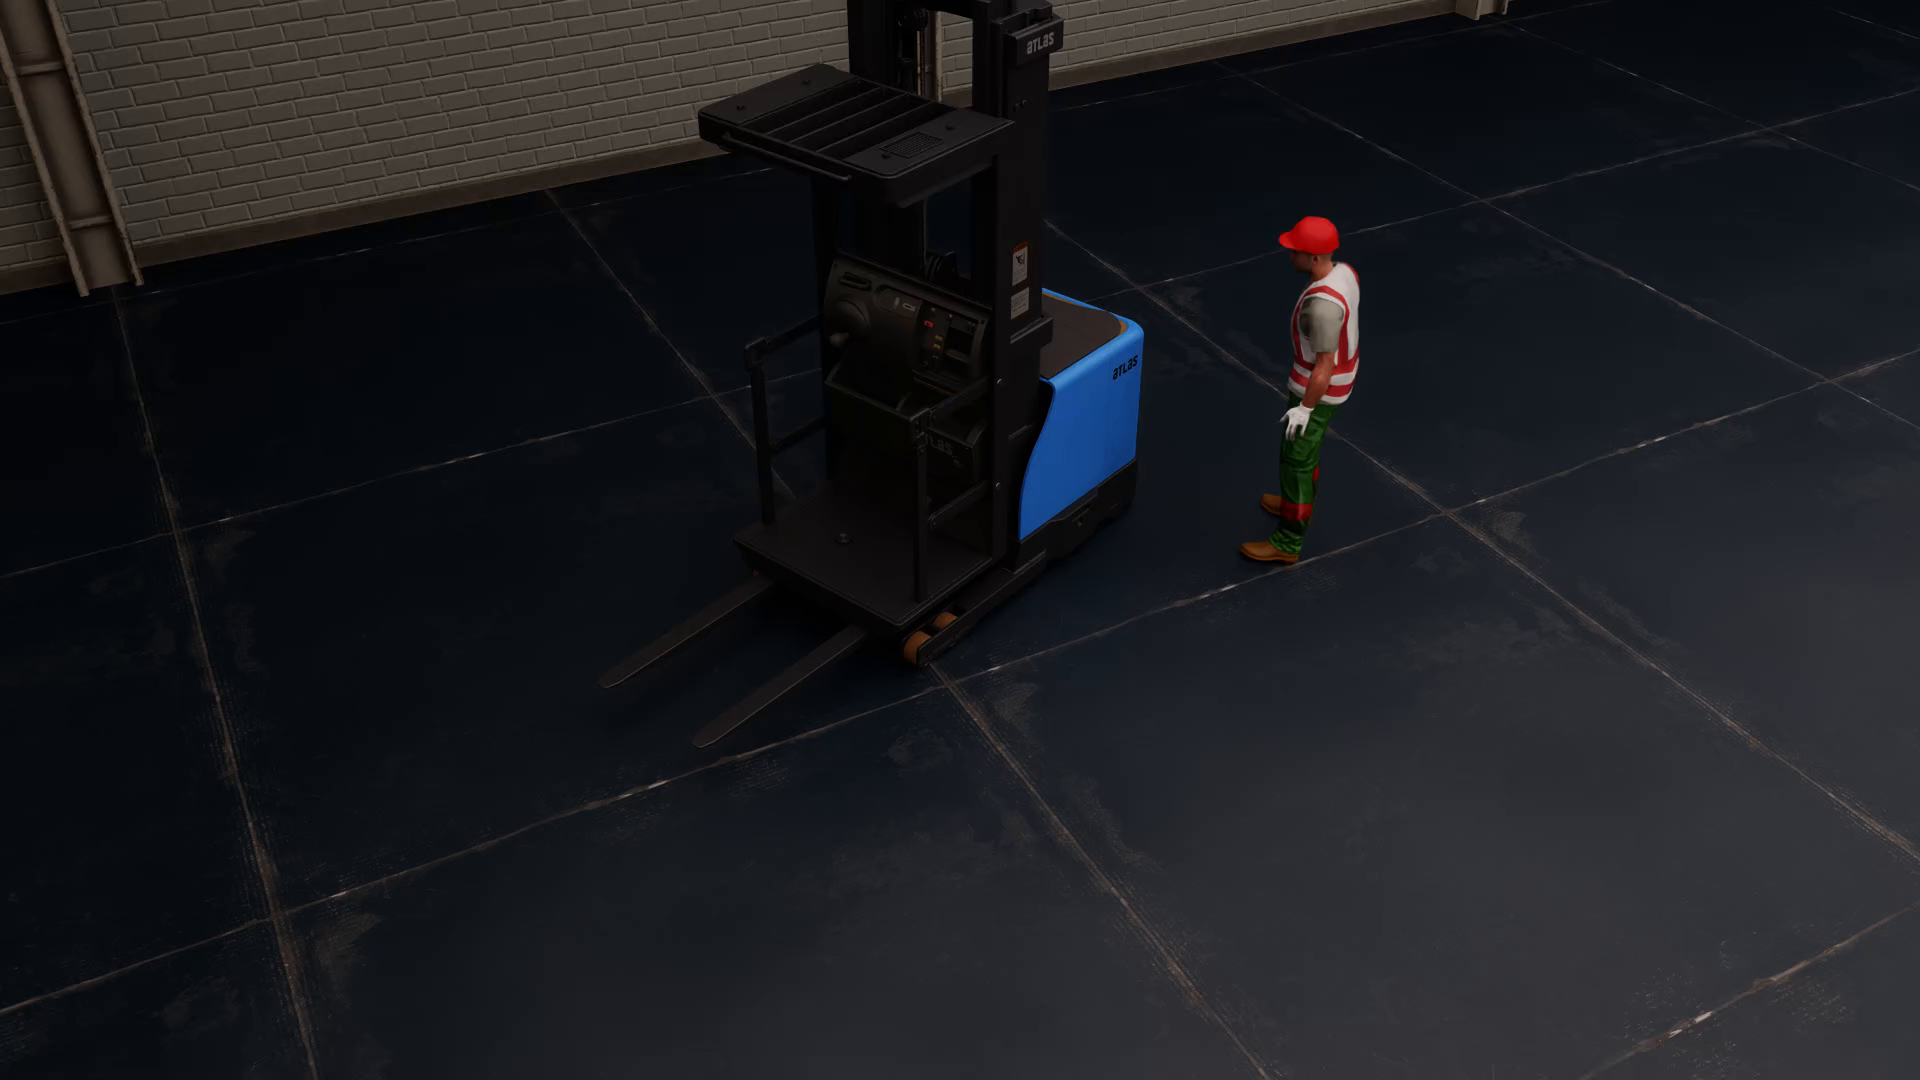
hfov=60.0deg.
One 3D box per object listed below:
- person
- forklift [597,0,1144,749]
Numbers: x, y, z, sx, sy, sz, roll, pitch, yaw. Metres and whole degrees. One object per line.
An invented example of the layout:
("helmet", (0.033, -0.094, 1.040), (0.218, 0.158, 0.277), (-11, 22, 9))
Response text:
("person", (1.717, -0.766, 8.208), (0.449, 1.778, 0.678), (13, 37, 17))
("forklift", (-0.390, -0.927, 7.434), (1.130, 2.935, 3.031), (26, 43, 31))
